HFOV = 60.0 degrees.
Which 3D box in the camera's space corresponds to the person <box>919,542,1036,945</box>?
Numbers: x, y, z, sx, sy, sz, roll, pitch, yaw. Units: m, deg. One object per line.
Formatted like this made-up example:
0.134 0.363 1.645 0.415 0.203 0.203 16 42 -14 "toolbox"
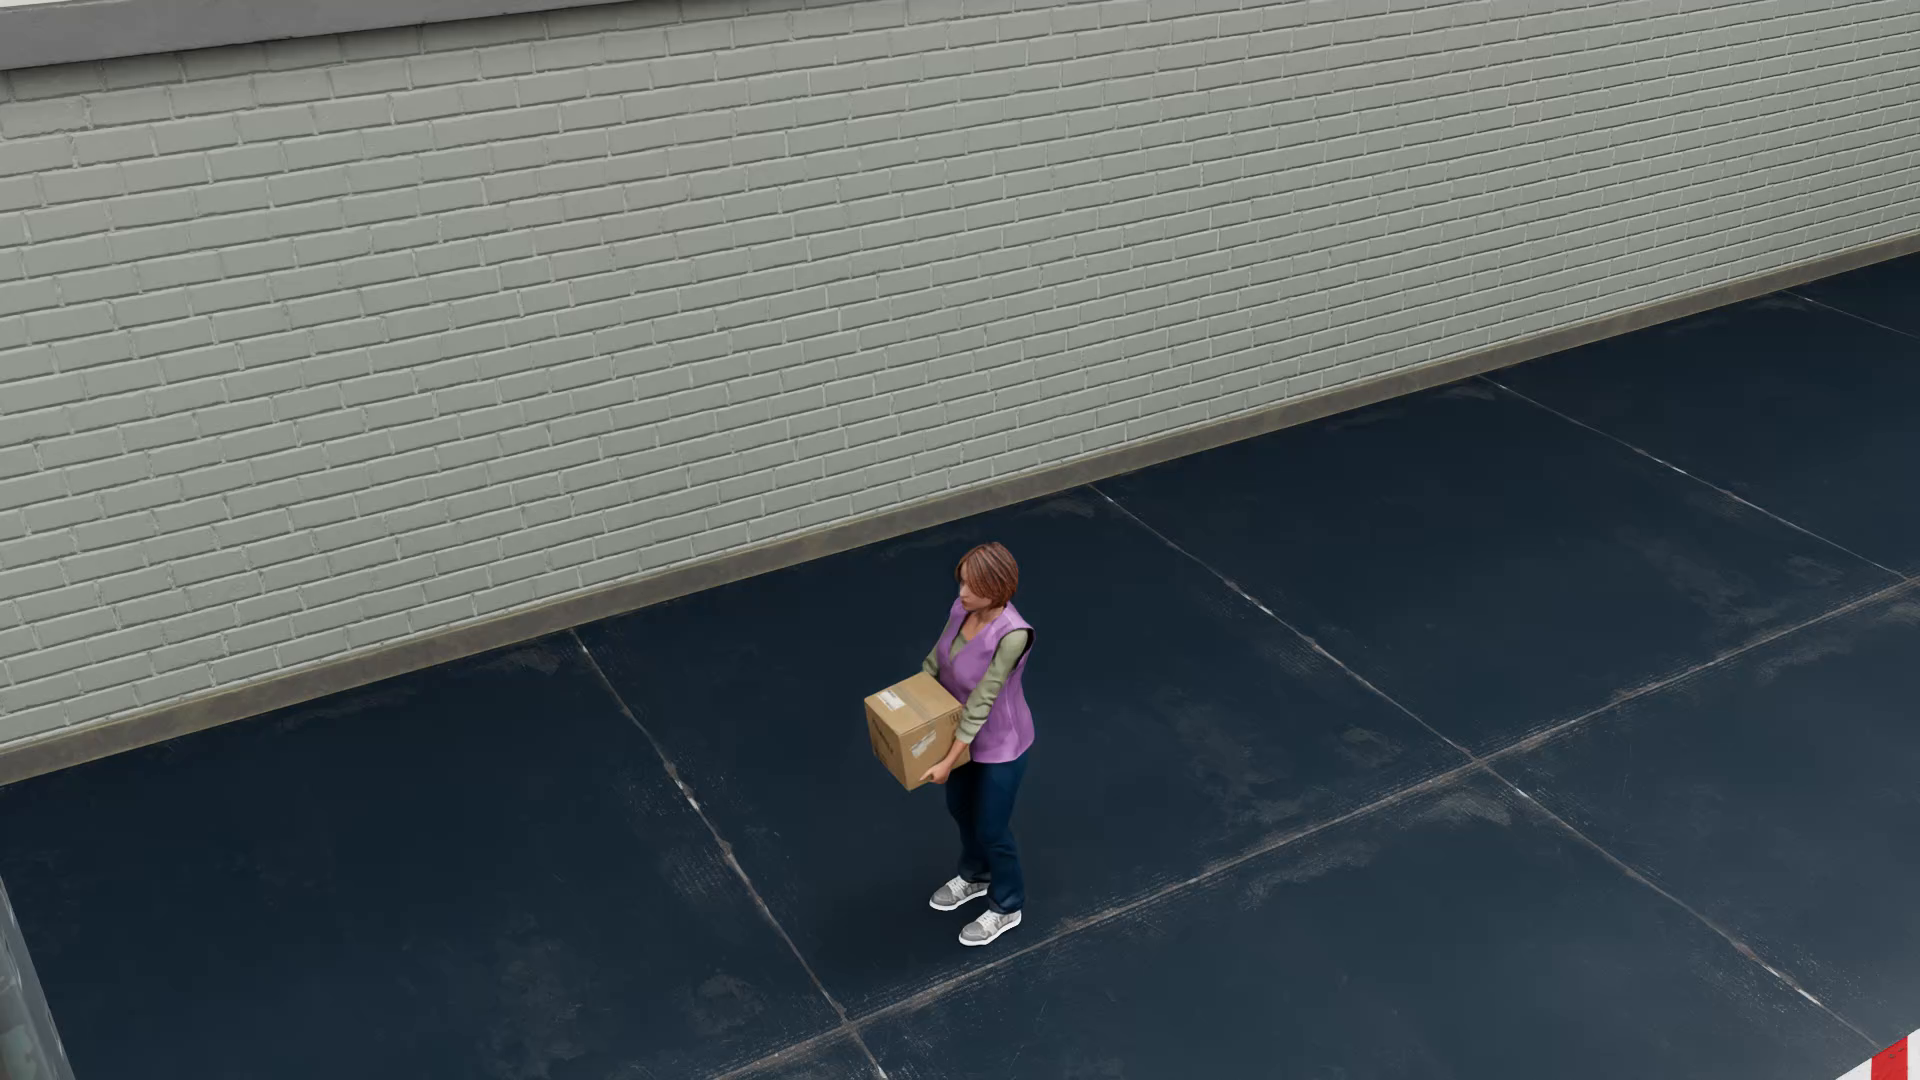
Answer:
0.014 0.747 5.846 0.502 1.570 0.375 -16 33 -27 "person"
